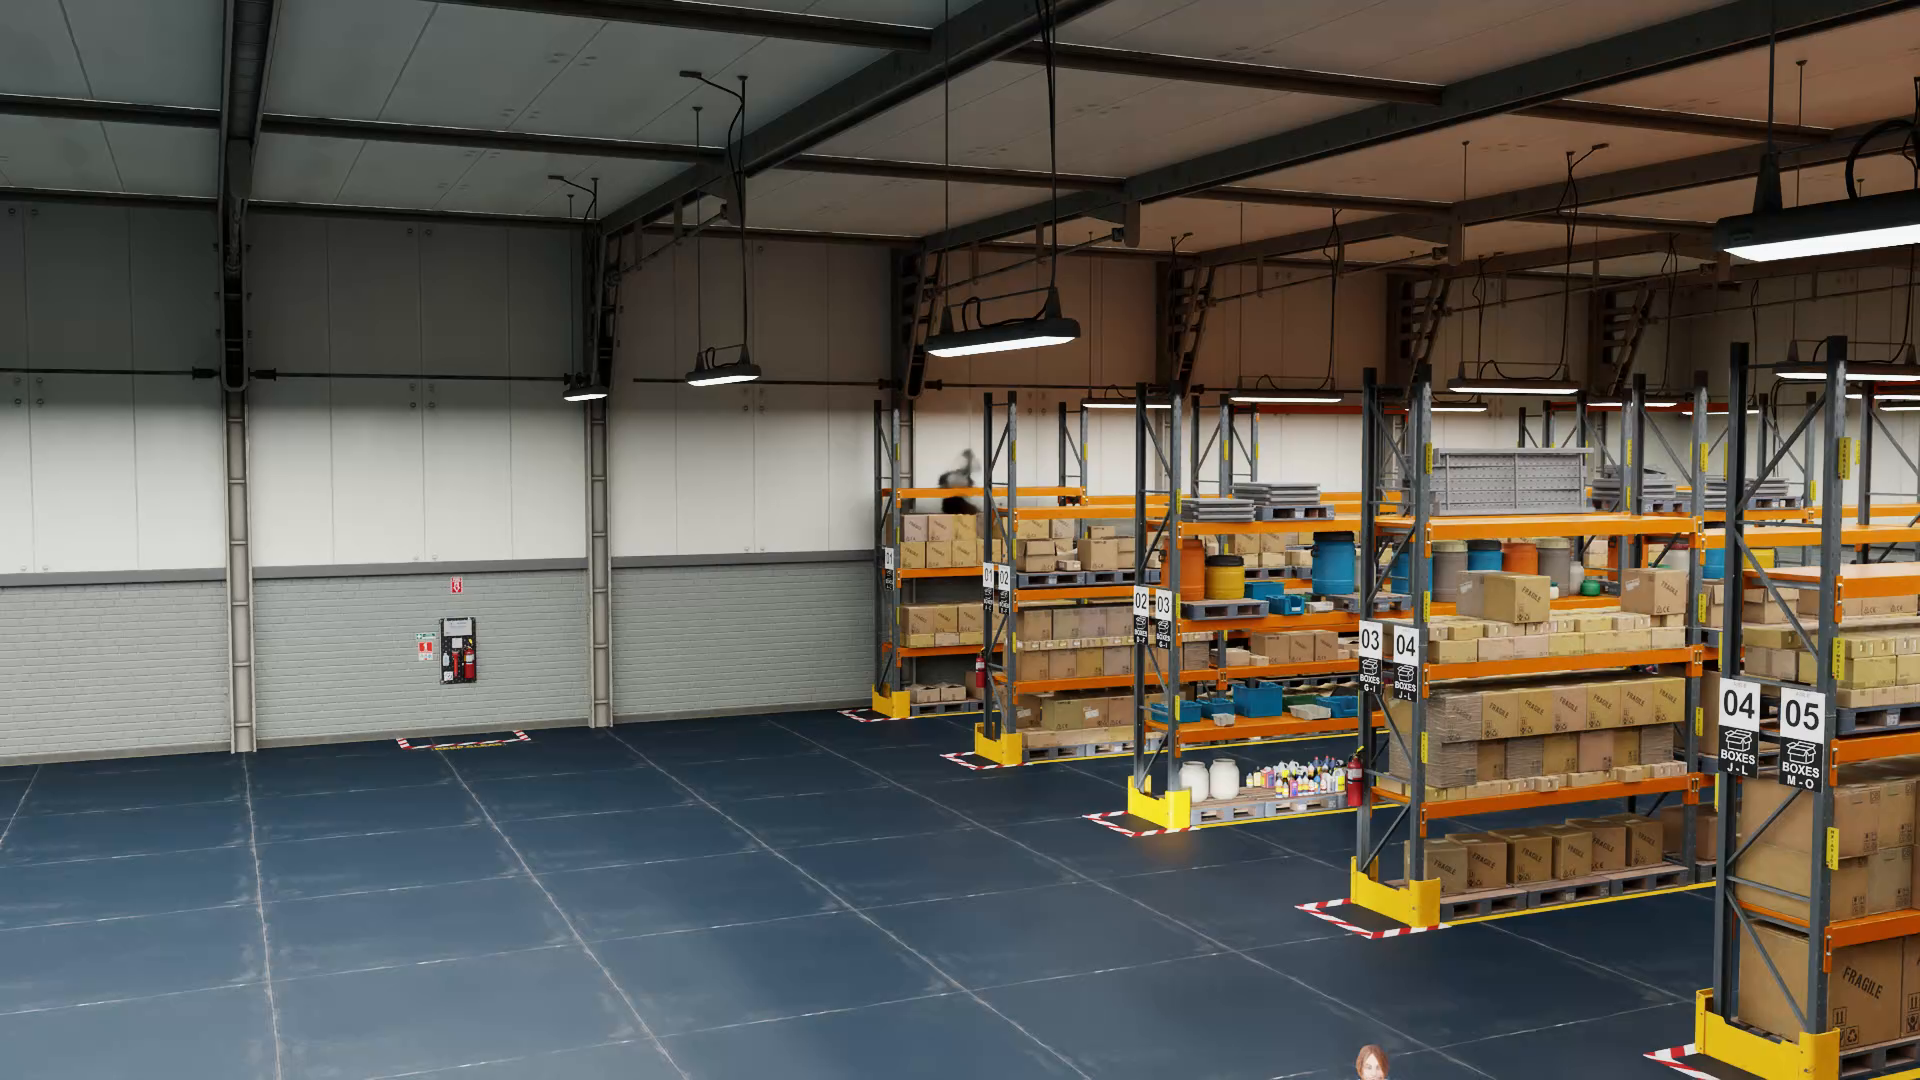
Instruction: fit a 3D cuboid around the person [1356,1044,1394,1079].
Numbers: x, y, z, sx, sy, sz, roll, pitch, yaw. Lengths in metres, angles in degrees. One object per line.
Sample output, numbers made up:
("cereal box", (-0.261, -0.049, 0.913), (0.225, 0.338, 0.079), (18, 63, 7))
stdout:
("person", (2.429, 3.766, 9.859), (0.558, 1.610, 0.837), (1, 3, 9))
